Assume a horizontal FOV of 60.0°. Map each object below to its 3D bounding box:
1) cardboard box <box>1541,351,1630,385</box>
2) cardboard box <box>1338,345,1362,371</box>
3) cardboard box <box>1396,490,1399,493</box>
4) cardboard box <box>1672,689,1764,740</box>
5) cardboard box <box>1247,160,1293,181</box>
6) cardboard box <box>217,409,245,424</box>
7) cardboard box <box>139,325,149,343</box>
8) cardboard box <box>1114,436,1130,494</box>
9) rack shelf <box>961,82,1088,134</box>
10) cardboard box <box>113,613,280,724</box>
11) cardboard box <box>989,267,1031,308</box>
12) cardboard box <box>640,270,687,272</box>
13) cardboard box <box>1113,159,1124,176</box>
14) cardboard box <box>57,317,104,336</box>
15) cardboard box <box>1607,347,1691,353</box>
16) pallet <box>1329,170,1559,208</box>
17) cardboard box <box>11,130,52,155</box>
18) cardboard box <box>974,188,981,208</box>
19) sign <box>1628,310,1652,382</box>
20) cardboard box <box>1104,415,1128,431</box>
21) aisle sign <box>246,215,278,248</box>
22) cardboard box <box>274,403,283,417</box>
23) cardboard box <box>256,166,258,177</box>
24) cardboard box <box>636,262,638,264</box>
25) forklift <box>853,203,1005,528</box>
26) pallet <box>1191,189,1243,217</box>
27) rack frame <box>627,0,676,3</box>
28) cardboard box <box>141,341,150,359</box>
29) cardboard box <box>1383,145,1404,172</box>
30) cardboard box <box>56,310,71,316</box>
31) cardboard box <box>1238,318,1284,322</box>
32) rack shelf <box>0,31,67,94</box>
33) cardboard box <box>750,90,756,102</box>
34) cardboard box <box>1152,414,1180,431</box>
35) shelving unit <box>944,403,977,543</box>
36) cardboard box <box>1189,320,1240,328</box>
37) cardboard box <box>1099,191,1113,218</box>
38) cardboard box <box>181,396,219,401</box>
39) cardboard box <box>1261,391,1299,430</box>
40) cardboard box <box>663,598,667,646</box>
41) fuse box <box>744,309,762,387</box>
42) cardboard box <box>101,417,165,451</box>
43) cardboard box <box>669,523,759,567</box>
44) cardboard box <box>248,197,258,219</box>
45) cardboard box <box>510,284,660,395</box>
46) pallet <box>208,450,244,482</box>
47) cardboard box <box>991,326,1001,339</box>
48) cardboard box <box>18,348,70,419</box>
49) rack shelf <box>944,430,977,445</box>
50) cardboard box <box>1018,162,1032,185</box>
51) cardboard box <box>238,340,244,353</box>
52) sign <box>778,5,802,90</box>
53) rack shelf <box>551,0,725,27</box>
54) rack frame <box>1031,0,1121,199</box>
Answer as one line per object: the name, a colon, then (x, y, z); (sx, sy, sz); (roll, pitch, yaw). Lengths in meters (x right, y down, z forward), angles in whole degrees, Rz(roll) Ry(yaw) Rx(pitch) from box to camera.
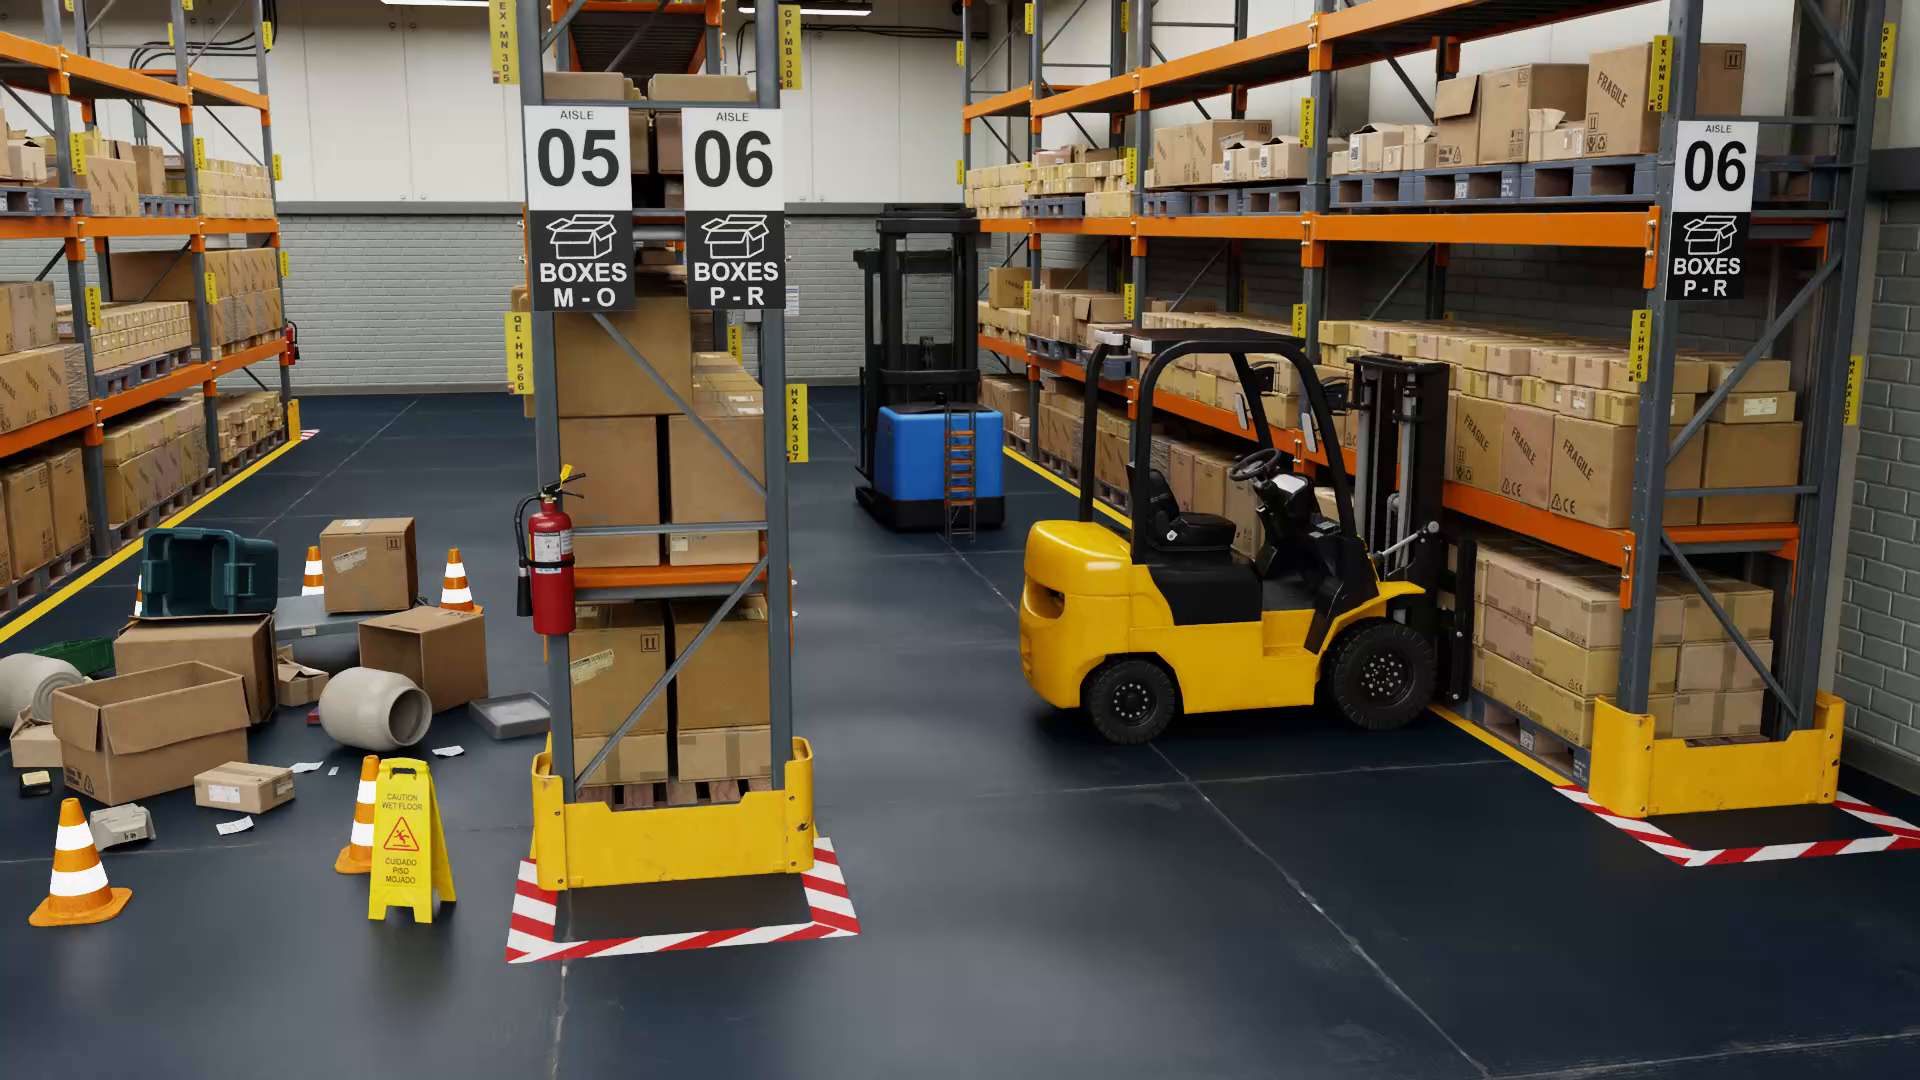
cardboard box: (3.220, -0.884, 8.522); (0.380, 0.149, 0.250); (-2, 11, -10)
cardboard box: (2.730, -1.207, 11.014); (0.380, 0.149, 0.250); (-2, 11, -10)
cardboard box: (3.160, -0.218, 11.377); (0.500, 0.250, 0.500); (-2, 11, -10)
cardboard box: (3.749, 0.826, 8.564); (0.500, 0.250, 0.500); (-2, 11, -11)
cardboard box: (2.363, -2.751, 12.386); (0.380, 0.149, 0.250); (-2, 11, -11)
cardboard box: (-8.385, -1.405, 18.966); (0.380, 0.149, 0.250); (-2, 11, -10)
cardboard box: (-7.813, -1.919, 15.510); (0.380, 0.149, 0.250); (-2, 11, -9)
cardboard box: (1.803, -0.736, 16.106); (0.500, 0.500, 0.500); (-2, 11, -9)
rack shelf: (0.930, -5.381, 20.833); (1.077, 0.370, 4.000); (-2, 11, -11)
cardboard box: (-4.231, 0.718, 9.213); (0.797, 0.637, 0.503); (-2, 11, -11)
cardboard box: (0.657, -3.228, 21.236); (0.500, 0.500, 0.500); (-2, 11, -10)
cardboard box: (-2.819, -2.333, 15.990); (0.500, 0.500, 0.500); (-2, 11, -9)
cardboard box: (1.691, -3.582, 16.008); (0.380, 0.149, 0.250); (-2, 11, -13)
cardboard box: (-7.562, -1.825, 14.219); (0.380, 0.149, 0.250); (-2, 11, -13)
cardboard box: (3.680, -0.947, 8.854); (0.380, 0.149, 0.250); (-2, 11, -11)
pallet: (3.066, -2.229, 10.601); (1.003, 0.211, 1.213); (-2, 11, -11)
cardboard box: (-8.211, -3.507, 14.764); (0.396, 0.266, 0.258); (-2, 11, -11)
cardboard box: (0.478, -4.518, 21.994); (0.500, 0.250, 0.500); (-2, 11, -10)
sign: (3.118, -0.889, 7.615); (0.100, 0.325, 0.005); (-2, 11, -11)
cardboard box: (1.661, -1.166, 16.625); (0.380, 0.149, 0.250); (-2, 11, -13)
aisle sign: (-8.883, -4.077, 21.143); (0.394, 0.787, 0.004); (-2, 11, -11)
cardboard box: (-8.781, -1.641, 21.004); (0.380, 0.149, 0.250); (-2, 11, -13)
cardboard box: (-8.838, -4.519, 20.392); (0.380, 0.149, 0.250); (-2, 11, -10)
cardboard box: (-3.497, -2.970, 19.337); (0.500, 0.500, 0.500); (-2, 11, -12)
forklift: (-0.423, -1.781, 16.215); (1.130, 2.935, 3.031); (-2, 11, -13)
pallet: (2.537, -2.743, 13.568); (1.003, 0.211, 1.213); (-2, 11, -8)
rack frame: (-3.550, -5.188, 17.886); (1.000, 3.000, 0.127); (-2, 11, -11)
cardboard box: (-7.806, -1.772, 15.532); (0.380, 0.149, 0.250); (-2, 11, -13)
cardboard box: (2.813, -2.326, 10.154); (0.380, 0.149, 0.250); (-2, 11, -9)
cardboard box: (-8.452, -2.042, 15.360); (0.380, 0.149, 0.250); (-2, 11, -9)
cardboard box: (2.600, -1.817, 14.218); (0.380, 0.149, 0.250); (-2, 11, -11)
rack shelf: (-7.218, -3.339, 11.166); (1.077, 0.370, 4.000); (-2, 11, -11)
cardboard box: (-1.113, -1.997, 7.682); (0.380, 0.149, 0.250); (-2, 11, -11)
cardboard box: (2.149, -1.185, 16.726); (0.380, 0.149, 0.250); (-2, 11, -10)
shelving unit: (0.003, -0.587, 14.570); (0.258, 1.200, 0.189); (-2, 11, -11)
cardboard box: (2.131, -1.751, 13.870); (0.380, 0.149, 0.250); (-2, 11, -10)
cardboard box: (1.660, -3.266, 16.211); (0.500, 0.250, 0.500); (-2, 11, -11)
cardboard box: (-9.300, -1.668, 20.350); (0.380, 0.149, 0.250); (-2, 11, -11)
cardboard box: (2.520, -0.964, 12.140); (0.500, 0.250, 0.500); (-2, 11, -10)
cardboard box: (-1.414, 0.288, 9.386); (0.500, 0.500, 0.500); (-2, 11, -8)
fuse box: (-3.358, -3.424, 28.112); (0.539, 1.711, 0.414); (-2, 11, -11)
cardboard box: (-7.686, -0.975, 15.353); (0.500, 0.250, 0.500); (-2, 11, -11)
cardboard box: (-1.079, 0.014, 7.274); (0.380, 0.149, 0.250); (-2, 11, -11)
cardboard box: (-8.626, -3.917, 19.634); (0.500, 0.250, 0.500); (-2, 11, -9)
cardboard box: (-1.820, -0.995, 8.165); (0.700, 0.500, 0.500); (-2, 11, -12)
pallet: (-8.551, -0.794, 18.305); (1.003, 0.211, 1.213); (-2, 11, -11)
cardboard box: (0.608, -2.676, 21.407); (0.380, 0.149, 0.250); (-2, 11, -10)
cardboard box: (-7.161, -1.193, 12.677); (0.500, 0.500, 0.500); (-2, 11, -11)
rack shelf: (0.003, -0.897, 14.511); (0.258, 0.103, 0.180); (-2, 11, -11)
cardboard box: (0.984, -4.297, 19.499); (0.500, 0.250, 0.500); (-2, 11, -11)
cardboard box: (-8.423, -2.222, 19.023); (0.380, 0.149, 0.250); (-2, 11, -8)
sign: (-0.683, -1.963, 6.626); (0.100, 0.325, 0.005); (-2, 11, -11)
rack shelf: (-1.605, -2.999, 8.318); (1.077, 0.370, 4.000); (-2, 11, -11)
rack frame: (1.319, -5.369, 18.838); (1.000, 3.000, 0.127); (-2, 11, -11)
